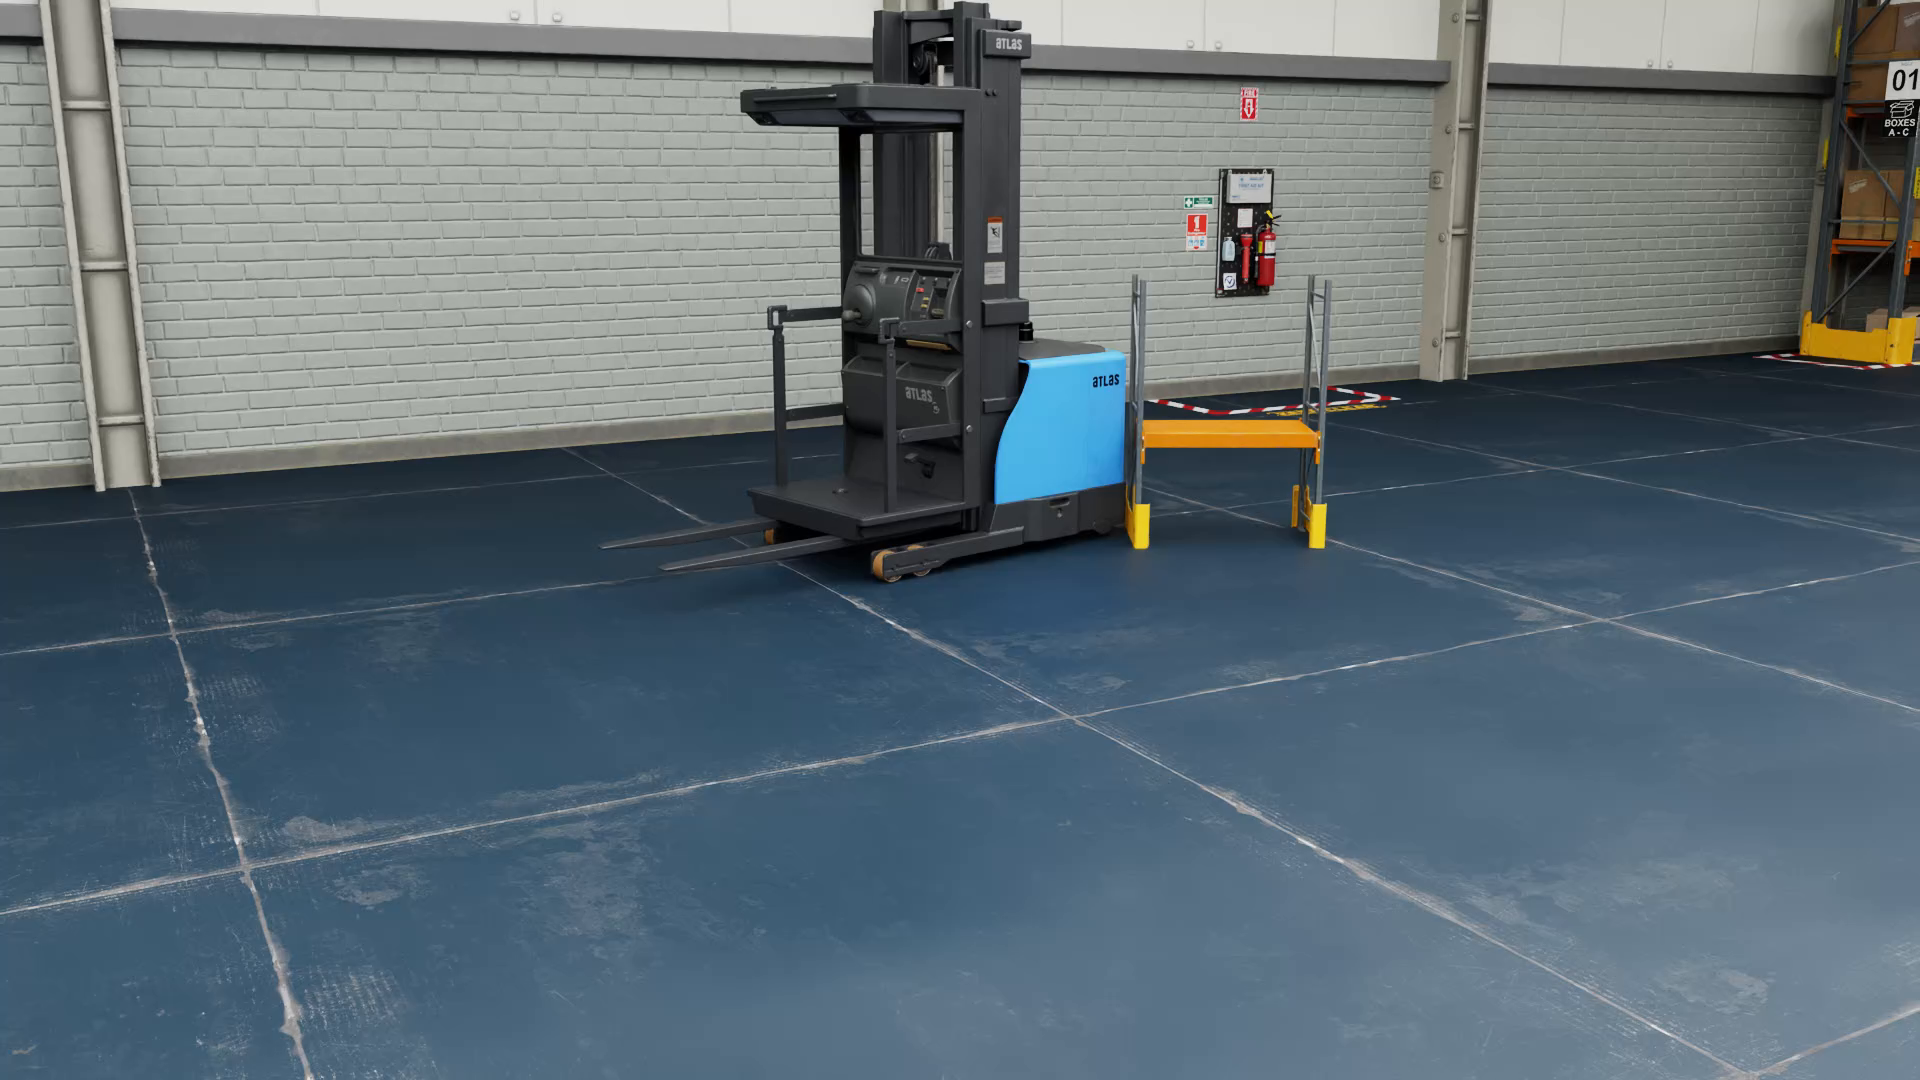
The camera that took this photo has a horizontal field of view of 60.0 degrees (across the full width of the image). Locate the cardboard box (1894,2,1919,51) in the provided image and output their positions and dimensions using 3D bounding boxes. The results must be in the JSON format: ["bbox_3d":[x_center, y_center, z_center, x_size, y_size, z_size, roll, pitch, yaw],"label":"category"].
[{"bbox_3d":[10.415,-5.493,17.804,0.500,0.500,0.500,-8,15,-32],"label":"cardboard box"}]

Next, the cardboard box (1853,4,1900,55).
[{"bbox_3d":[10.214,-5.595,18.258,0.500,0.500,0.500,-6,14,-25],"label":"cardboard box"}]

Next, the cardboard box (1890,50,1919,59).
[{"bbox_3d":[10.374,-4.999,17.884,0.500,0.500,0.500,-6,14,-26],"label":"cardboard box"}]

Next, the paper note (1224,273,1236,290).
[{"bbox_3d":[2.518,-2.411,15.498,0.142,0.148,0.016,-7,14,-28],"label":"paper note"}]

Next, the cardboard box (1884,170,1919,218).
[{"bbox_3d":[10.523,-3.785,18.182,0.500,0.500,0.500,-7,14,-28],"label":"cardboard box"}]

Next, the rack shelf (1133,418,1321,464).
[{"bbox_3d":[1.517,-0.573,9.561,1.000,0.185,0.538,0,13,0],"label":"rack shelf"}]

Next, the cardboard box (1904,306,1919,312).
[{"bbox_3d":[11.111,-2.508,19.044,0.500,0.311,0.500,-6,14,-23],"label":"cardboard box"}]

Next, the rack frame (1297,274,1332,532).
[{"bbox_3d":[2.025,-0.748,9.519,0.032,1.500,0.500,0,13,0],"label":"rack frame"}]

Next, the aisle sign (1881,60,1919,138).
[{"bbox_3d":[10.041,-4.693,17.708,0.004,0.787,0.394,-7,14,-28],"label":"aisle sign"}]

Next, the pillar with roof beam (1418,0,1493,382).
[{"bbox_3d":[6.957,-5.196,12.203,0.400,9.000,9.100,-7,14,-28],"label":"pillar with roof beam"}]

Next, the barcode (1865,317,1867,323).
[{"bbox_3d":[10.435,-2.532,19.128,0.075,0.075,0.001,-7,14,-28],"label":"barcode"}]

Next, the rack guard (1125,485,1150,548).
[{"bbox_3d":[1.028,-0.140,9.660,0.087,0.250,0.587,0,13,0],"label":"rack guard"}]

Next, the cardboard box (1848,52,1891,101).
[{"bbox_3d":[10.205,-5.105,18.354,0.500,0.500,0.500,-6,14,-24],"label":"cardboard box"}]

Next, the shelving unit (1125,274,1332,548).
[{"bbox_3d":[1.526,-0.749,9.521,1.083,1.500,0.587,0,13,0],"label":"shelving unit"}]

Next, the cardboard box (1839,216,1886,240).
[{"bbox_3d":[10.278,-3.513,18.683,0.500,0.250,0.500,-7,14,-27],"label":"cardboard box"}]

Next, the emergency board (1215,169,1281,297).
[{"bbox_3d":[2.707,-2.846,15.425,0.643,1.169,0.194,-7,14,-28],"label":"emergency board"}]

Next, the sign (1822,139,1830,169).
[{"bbox_3d":[9.712,-4.318,18.607,0.005,0.325,0.100,-7,14,-28],"label":"sign"}]

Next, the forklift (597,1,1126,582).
[{"bbox_3d":[-0.479,-1.340,8.890,3.031,2.935,1.130,-11,16,-39],"label":"forklift"}]

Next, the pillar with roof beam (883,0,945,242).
[{"bbox_3d":[1.690,-4.565,9.398,0.400,9.000,9.100,-7,14,-28],"label":"pillar with roof beam"}]

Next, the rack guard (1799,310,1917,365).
[{"bbox_3d":[10.027,-2.278,18.594,0.348,0.500,1.175,-7,14,-28],"label":"rack guard"}]

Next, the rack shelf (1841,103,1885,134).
[{"bbox_3d":[11.716,-4.813,18.969,4.000,0.370,1.077,-7,14,-28],"label":"rack shelf"}]

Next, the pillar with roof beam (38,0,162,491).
[{"bbox_3d":[-3.576,-3.934,6.593,0.400,9.000,9.100,-7,14,-28],"label":"pillar with roof beam"}]

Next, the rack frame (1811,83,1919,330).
[{"bbox_3d":[9.960,-3.490,18.284,0.127,3.000,1.000,-7,14,-28],"label":"rack frame"}]

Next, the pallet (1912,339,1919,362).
[{"bbox_3d":[10.757,-2.216,18.976,1.213,0.211,1.003,-7,14,-28],"label":"pallet"}]

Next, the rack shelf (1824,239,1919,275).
[{"bbox_3d":[11.716,-3.349,19.298,4.000,0.370,1.077,-7,14,-28],"label":"rack shelf"}]

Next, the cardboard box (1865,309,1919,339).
[{"bbox_3d":[10.611,-2.448,18.778,0.500,0.311,0.500,-9,15,-34],"label":"cardboard box"}]

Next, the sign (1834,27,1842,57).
[{"bbox_3d":[9.712,-5.494,18.343,0.005,0.325,0.100,-7,14,-28],"label":"sign"}]

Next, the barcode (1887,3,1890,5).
[{"bbox_3d":[10.344,-5.954,18.529,0.075,0.075,0.001,-7,14,-28],"label":"barcode"}]

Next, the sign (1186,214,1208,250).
[{"bbox_3d":[2.172,-2.826,15.251,0.234,0.329,0.001,-7,14,-28],"label":"sign"}]

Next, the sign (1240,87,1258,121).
[{"bbox_3d":[2.652,-3.996,15.252,0.199,0.298,0.001,-7,14,-28],"label":"sign"}]

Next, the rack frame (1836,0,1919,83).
[{"bbox_3d":[9.960,-6.417,17.626,0.127,3.000,1.000,-7,14,-28],"label":"rack frame"}]

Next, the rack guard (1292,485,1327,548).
[{"bbox_3d":[2.024,-0.139,9.656,0.087,0.250,0.587,0,13,0],"label":"rack guard"}]

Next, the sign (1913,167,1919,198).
[{"bbox_3d":[10.221,-3.808,17.725,0.005,0.325,0.100,-7,14,-28],"label":"sign"}]

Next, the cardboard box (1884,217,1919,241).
[{"bbox_3d":[10.541,-3.417,18.255,0.500,0.250,0.500,-7,15,-29],"label":"cardboard box"}]

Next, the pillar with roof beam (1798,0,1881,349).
[{"bbox_3d":[12.223,-5.827,15.007,0.400,9.000,9.100,-7,14,-28],"label":"pillar with roof beam"}]

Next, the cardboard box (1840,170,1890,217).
[{"bbox_3d":[10.272,-3.883,18.619,0.500,0.500,0.500,-7,14,-28],"label":"cardboard box"}]

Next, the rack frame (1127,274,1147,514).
[{"bbox_3d":[1.009,-0.749,9.523,0.032,1.500,0.500,0,13,0],"label":"rack frame"}]

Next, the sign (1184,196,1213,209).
[{"bbox_3d":[2.180,-3.083,15.187,0.331,0.109,0.001,-7,14,-28],"label":"sign"}]
